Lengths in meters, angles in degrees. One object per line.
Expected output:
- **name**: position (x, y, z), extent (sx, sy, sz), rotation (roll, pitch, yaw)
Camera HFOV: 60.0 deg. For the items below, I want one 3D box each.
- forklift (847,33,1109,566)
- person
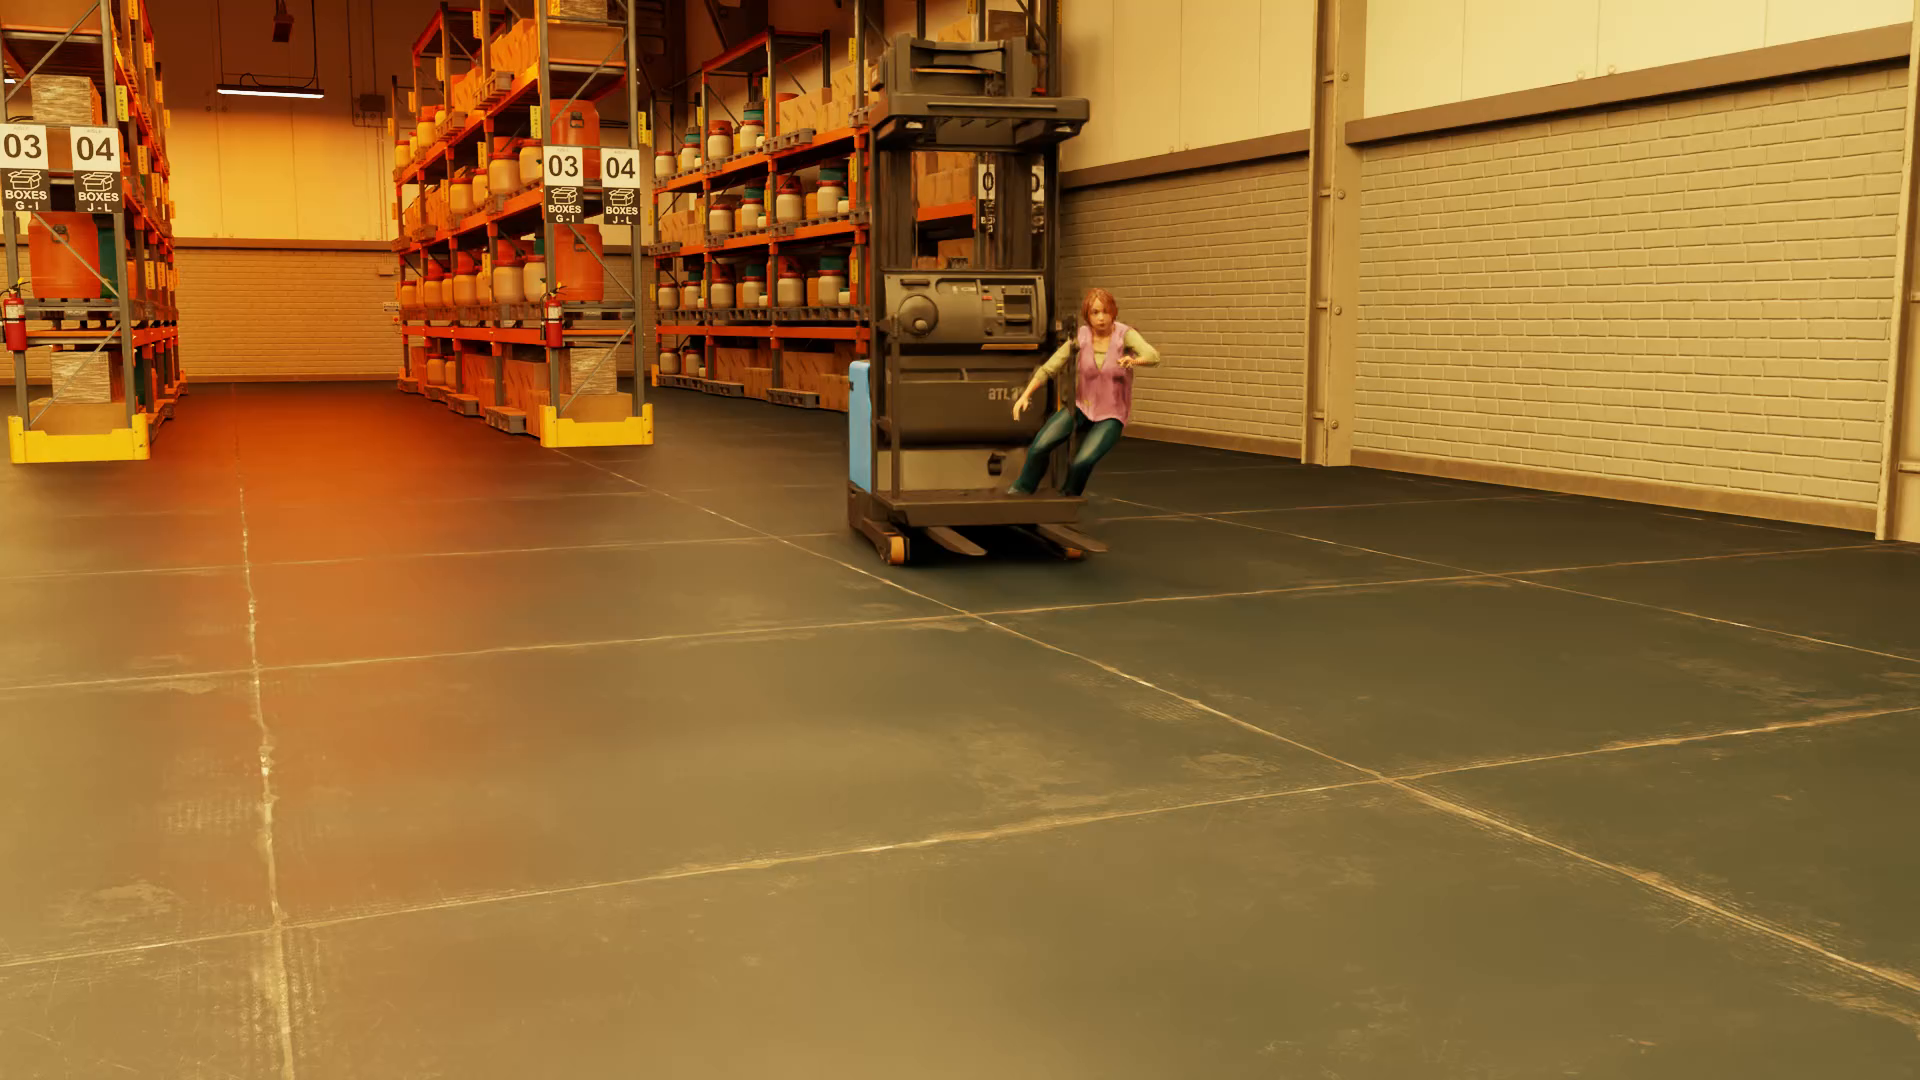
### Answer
- **forklift**: position (0.079, -1.364, 9.288), extent (1.130, 2.935, 3.031), rotation (-2, 8, -12)
- **person**: position (0.617, -0.717, 9.086), extent (0.976, 1.304, 0.838), rotation (2, 8, 13)
